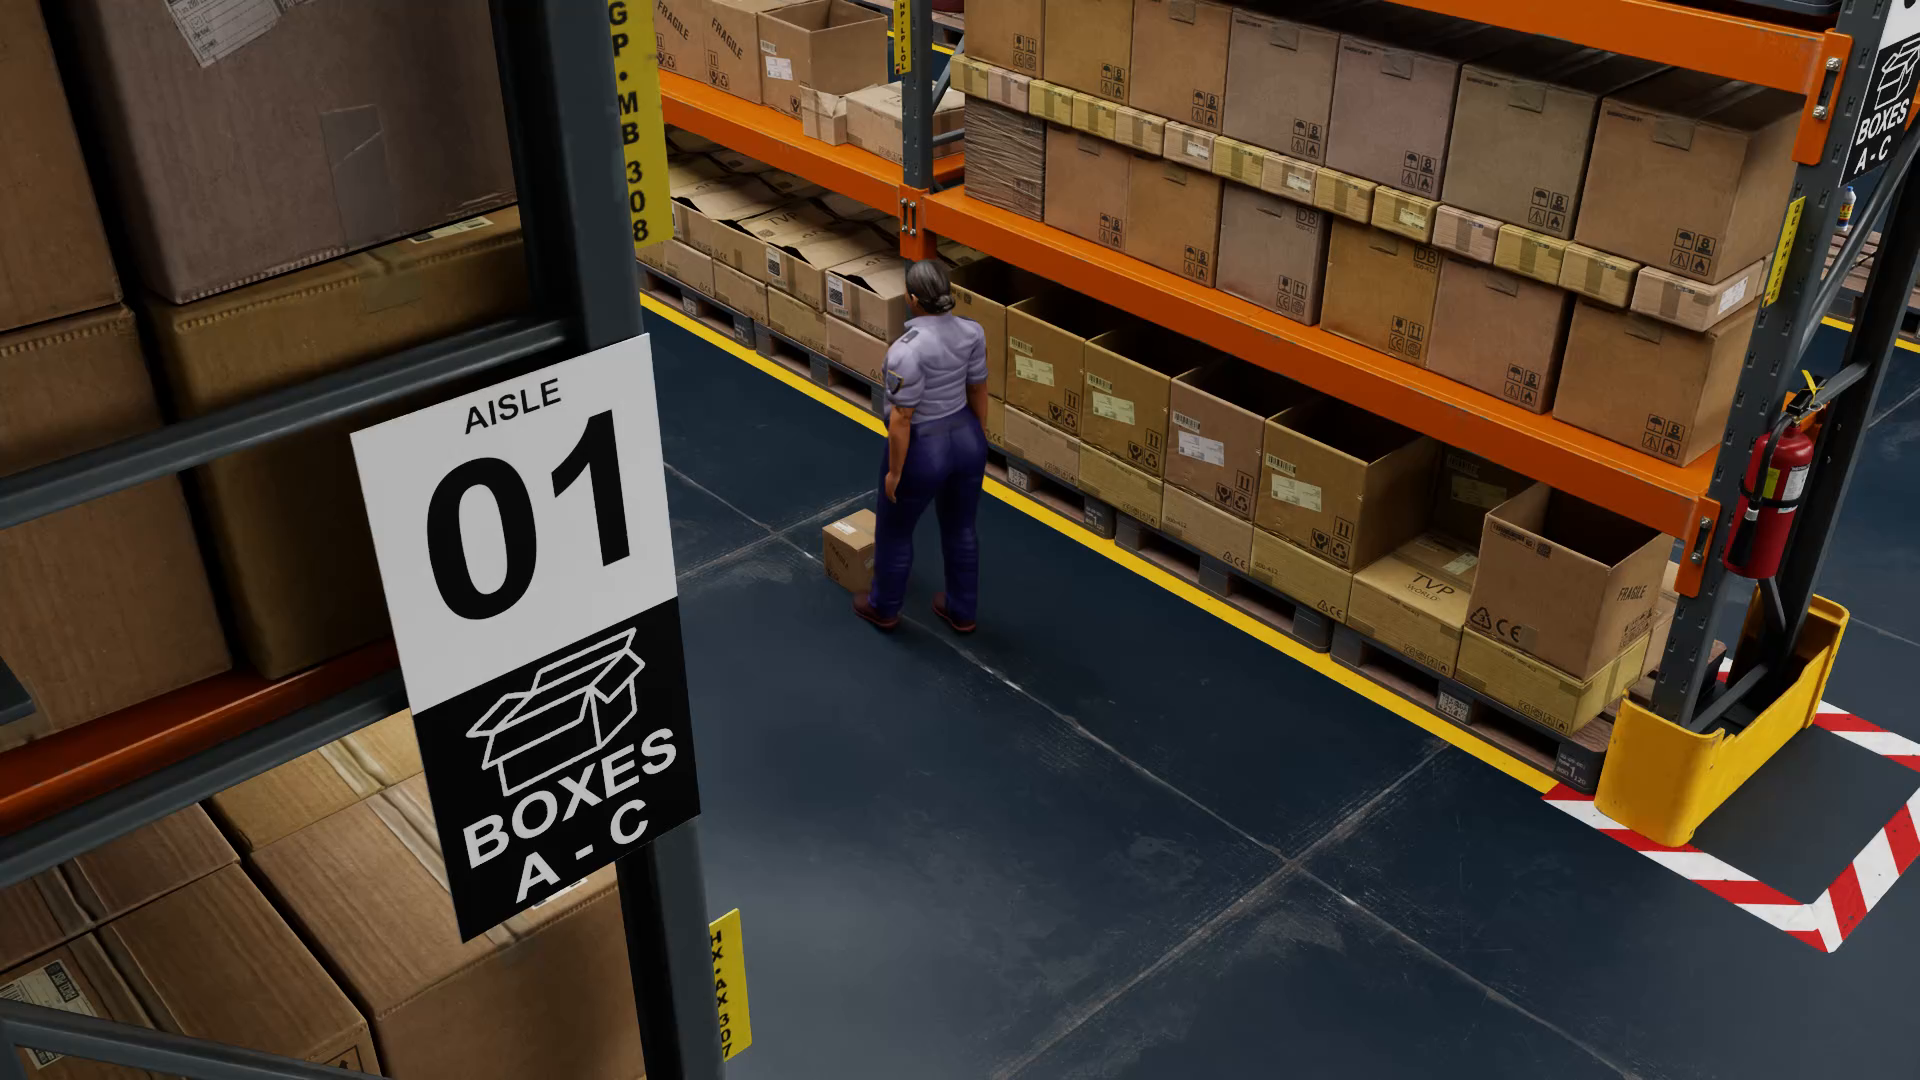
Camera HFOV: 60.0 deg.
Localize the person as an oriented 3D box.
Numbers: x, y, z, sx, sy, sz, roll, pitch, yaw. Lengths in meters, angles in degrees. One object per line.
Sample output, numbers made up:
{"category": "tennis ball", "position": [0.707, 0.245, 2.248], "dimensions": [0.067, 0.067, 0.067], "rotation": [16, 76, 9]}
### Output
{"category": "person", "position": [-0.155, -0.378, 6.762], "dimensions": [0.504, 1.641, 0.526], "rotation": [-21, 38, -30]}
